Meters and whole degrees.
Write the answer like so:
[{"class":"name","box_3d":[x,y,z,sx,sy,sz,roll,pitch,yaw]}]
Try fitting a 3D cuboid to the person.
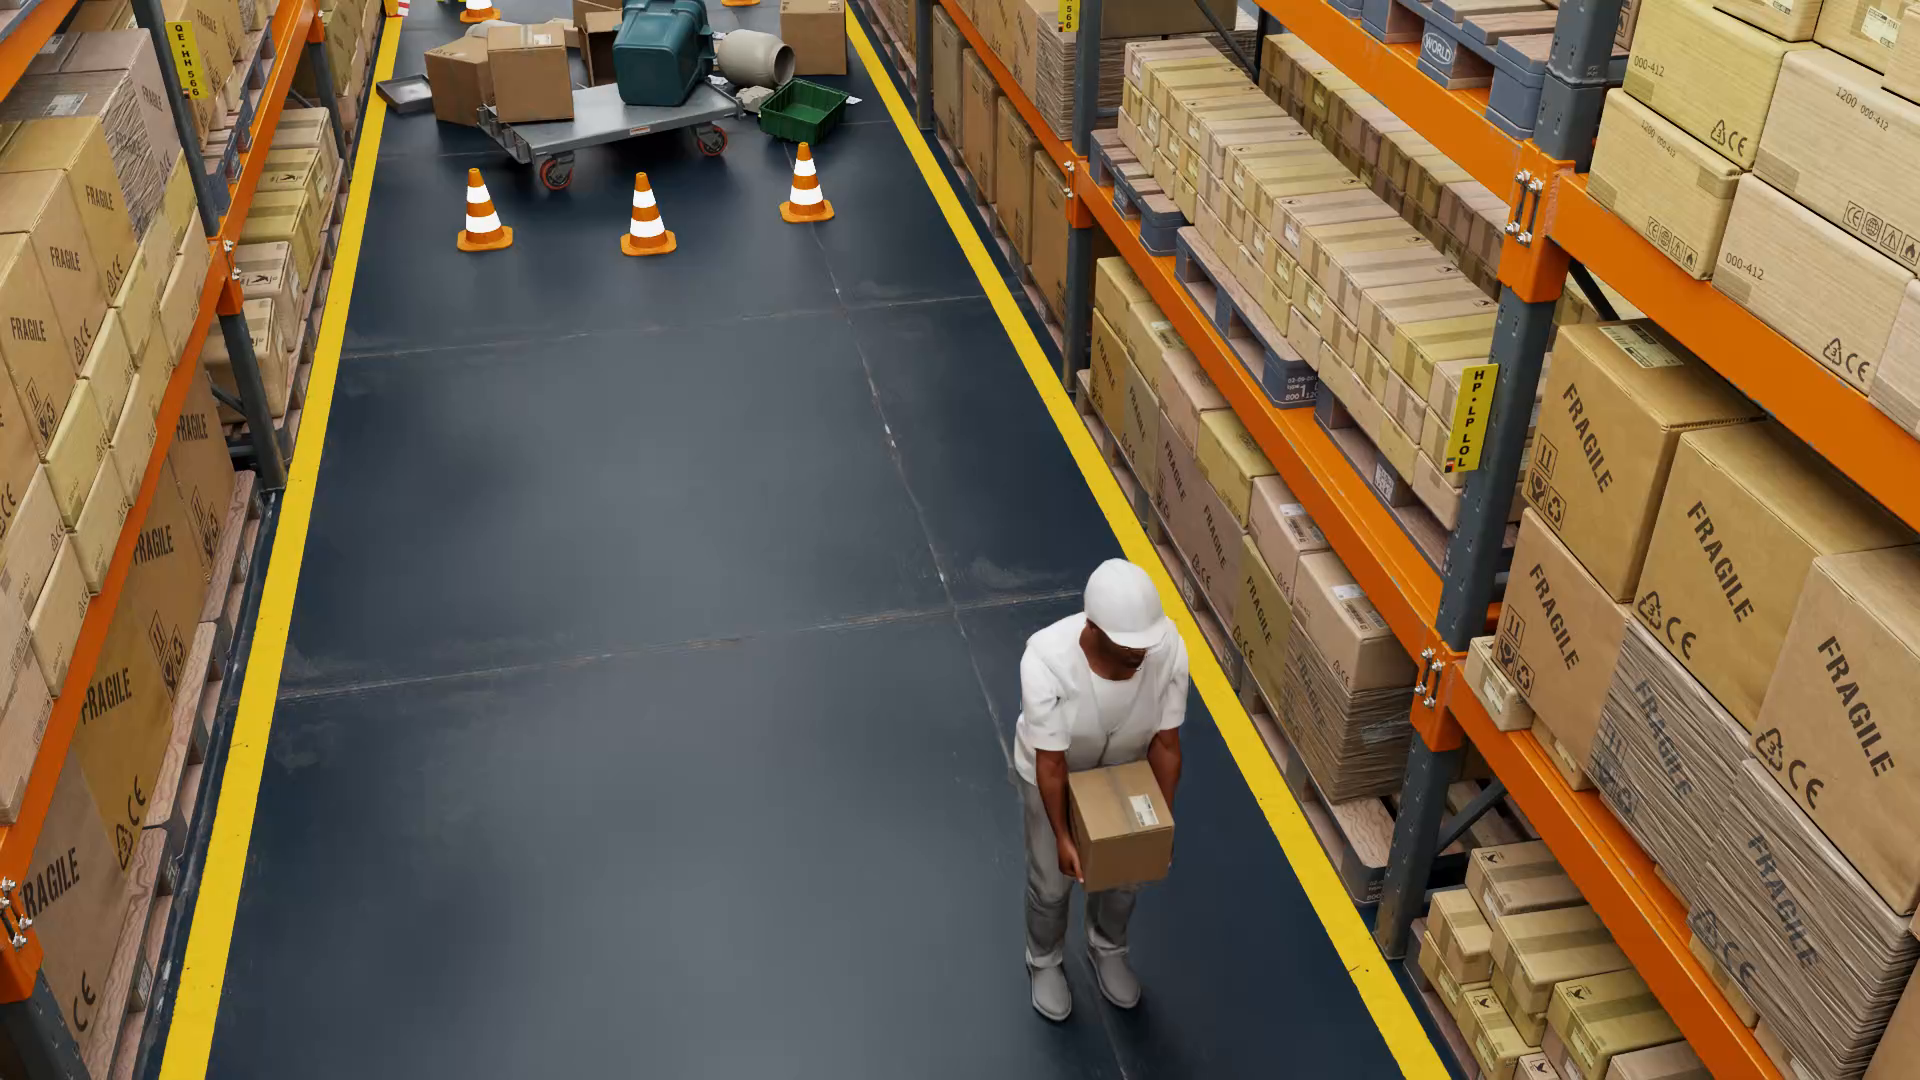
[{"class":"person","box_3d":[0.426,0.761,5.027,0.501,1.734,0.594,-8,35,-11]}]
